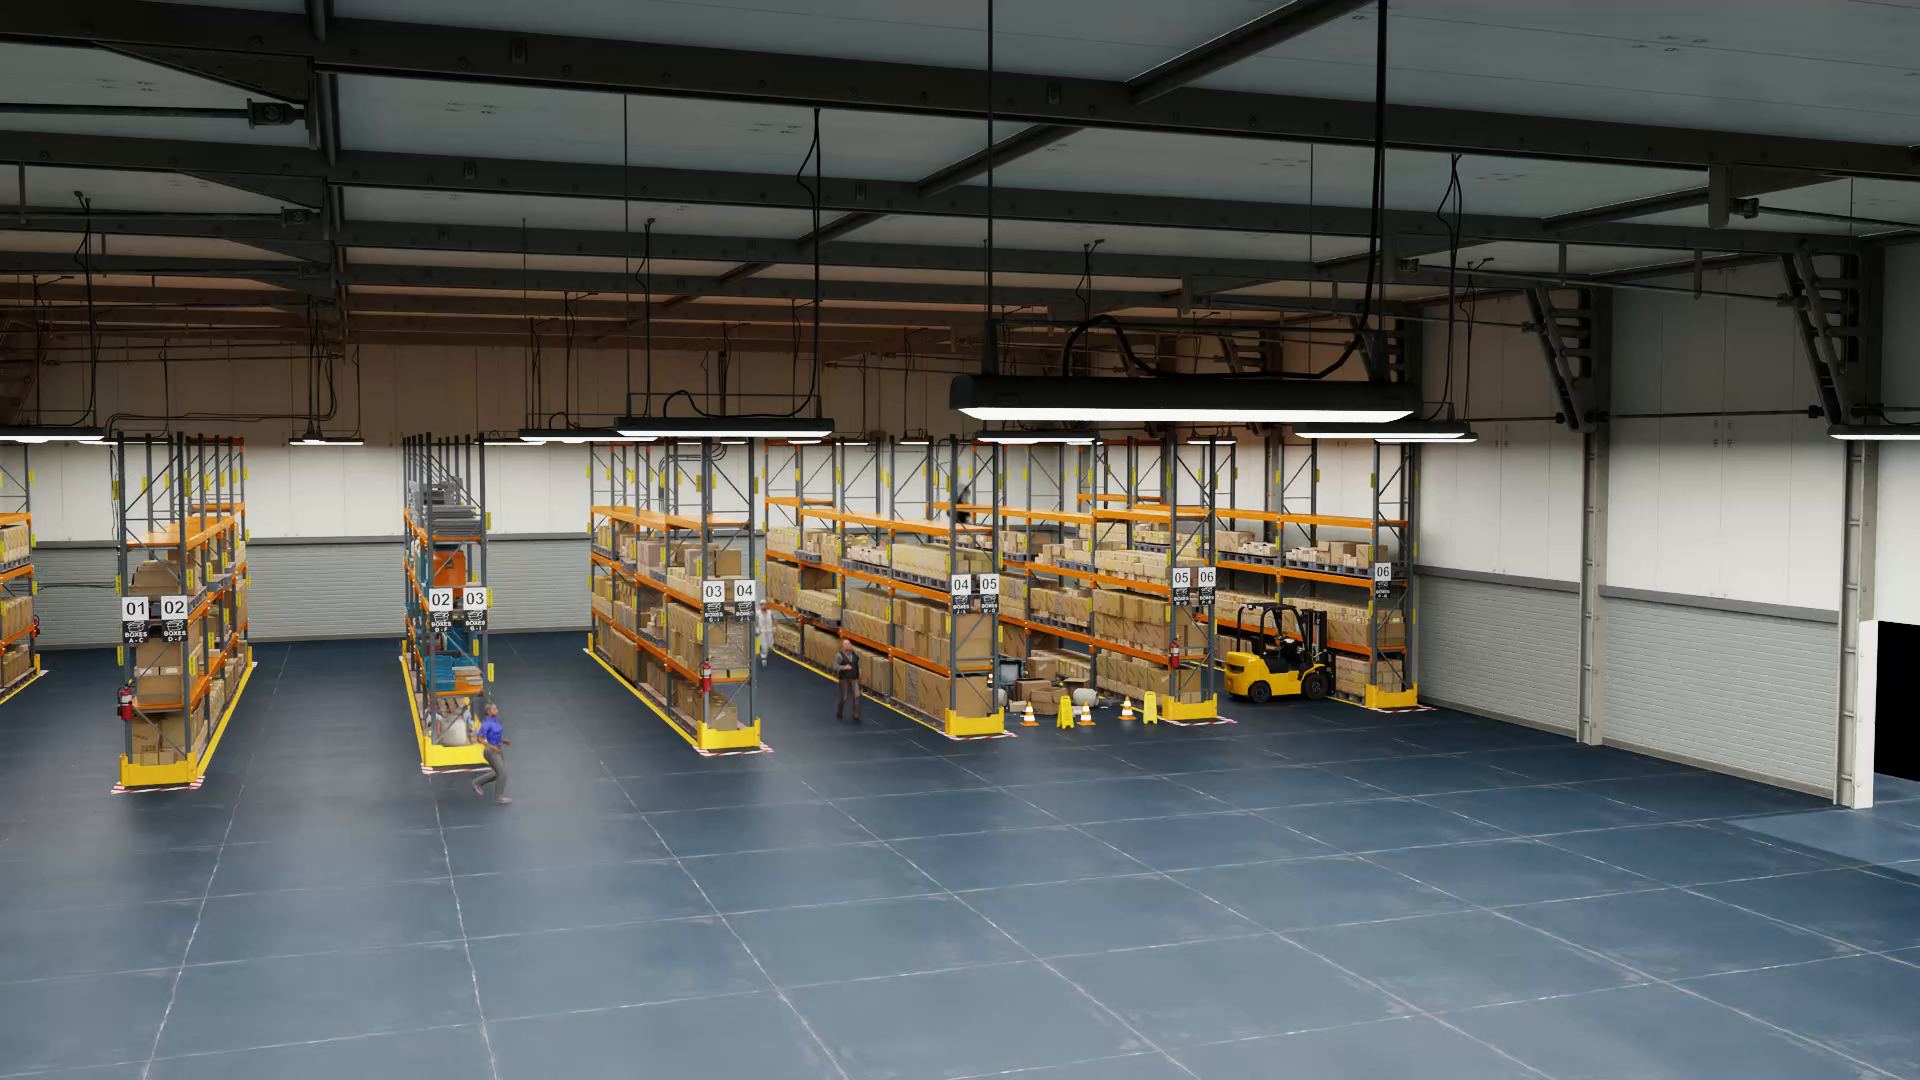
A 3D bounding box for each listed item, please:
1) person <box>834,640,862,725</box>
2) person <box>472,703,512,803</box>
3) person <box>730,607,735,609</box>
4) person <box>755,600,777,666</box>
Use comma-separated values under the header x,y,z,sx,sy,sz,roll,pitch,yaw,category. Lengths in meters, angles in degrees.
x,y,z,sx,sy,sz,roll,pitch,yaw,category
-2.315,2.950,34.681,0.663,1.743,0.908,-1,3,-21,person
-7.564,3.429,26.795,0.672,1.607,0.580,0,3,4,person
-6.606,2.217,47.070,0.723,1.763,0.978,-1,3,-10,person
-5.117,2.438,43.613,0.661,1.745,0.548,-1,3,-17,person
